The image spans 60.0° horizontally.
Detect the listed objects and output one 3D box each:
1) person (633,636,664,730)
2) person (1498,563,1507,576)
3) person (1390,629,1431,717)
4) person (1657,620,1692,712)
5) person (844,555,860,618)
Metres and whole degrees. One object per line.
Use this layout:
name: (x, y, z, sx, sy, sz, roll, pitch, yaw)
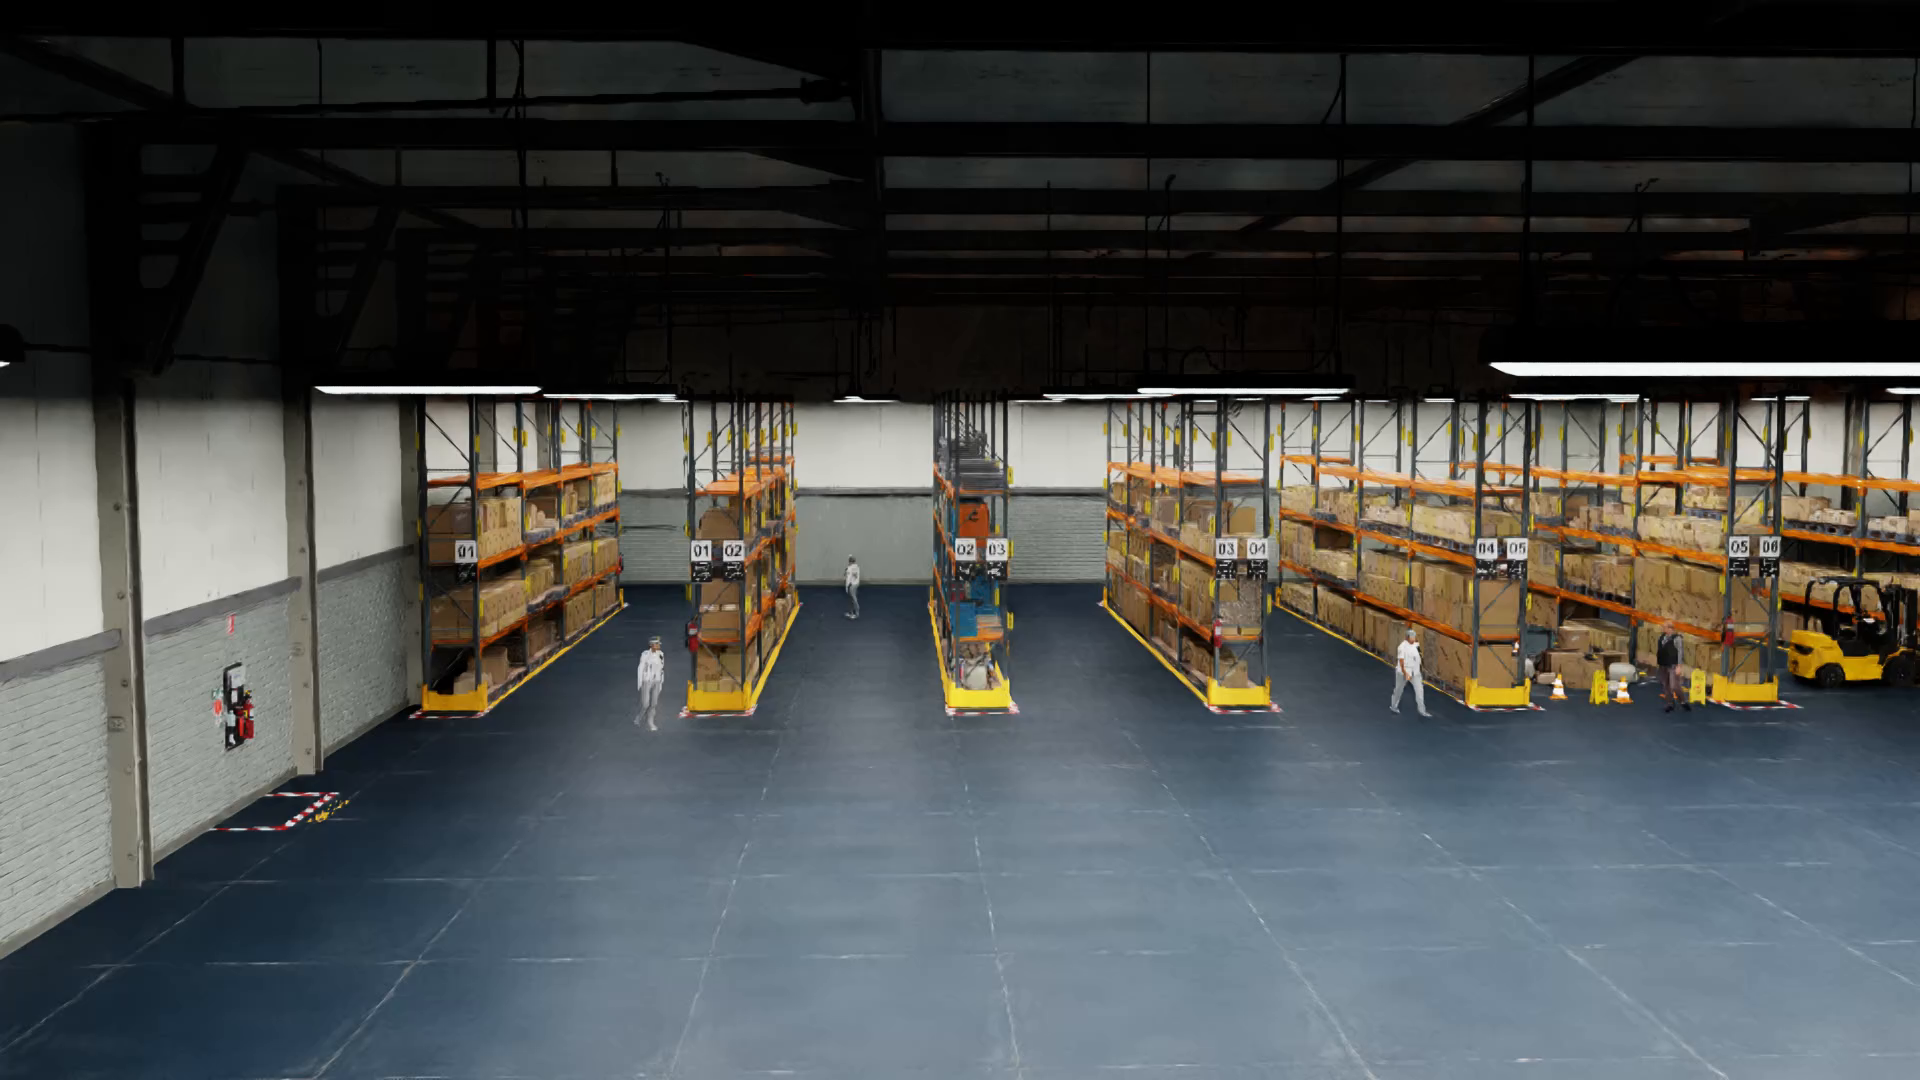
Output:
person: (-5.474, 2.505, 29.300, 0.538, 1.671, 0.517, -4, 6, -39)
person: (13.448, 1.456, 41.250, 0.594, 1.778, 0.678, 2, 5, 19)
person: (8.253, 2.422, 30.541, 0.491, 1.598, 0.986, -1, 5, -11)
person: (13.234, 2.341, 30.847, 0.471, 1.712, 0.690, -3, 5, -29)
person: (-2.906, 1.236, 44.658, 0.550, 1.663, 0.585, 2, 5, 21)
